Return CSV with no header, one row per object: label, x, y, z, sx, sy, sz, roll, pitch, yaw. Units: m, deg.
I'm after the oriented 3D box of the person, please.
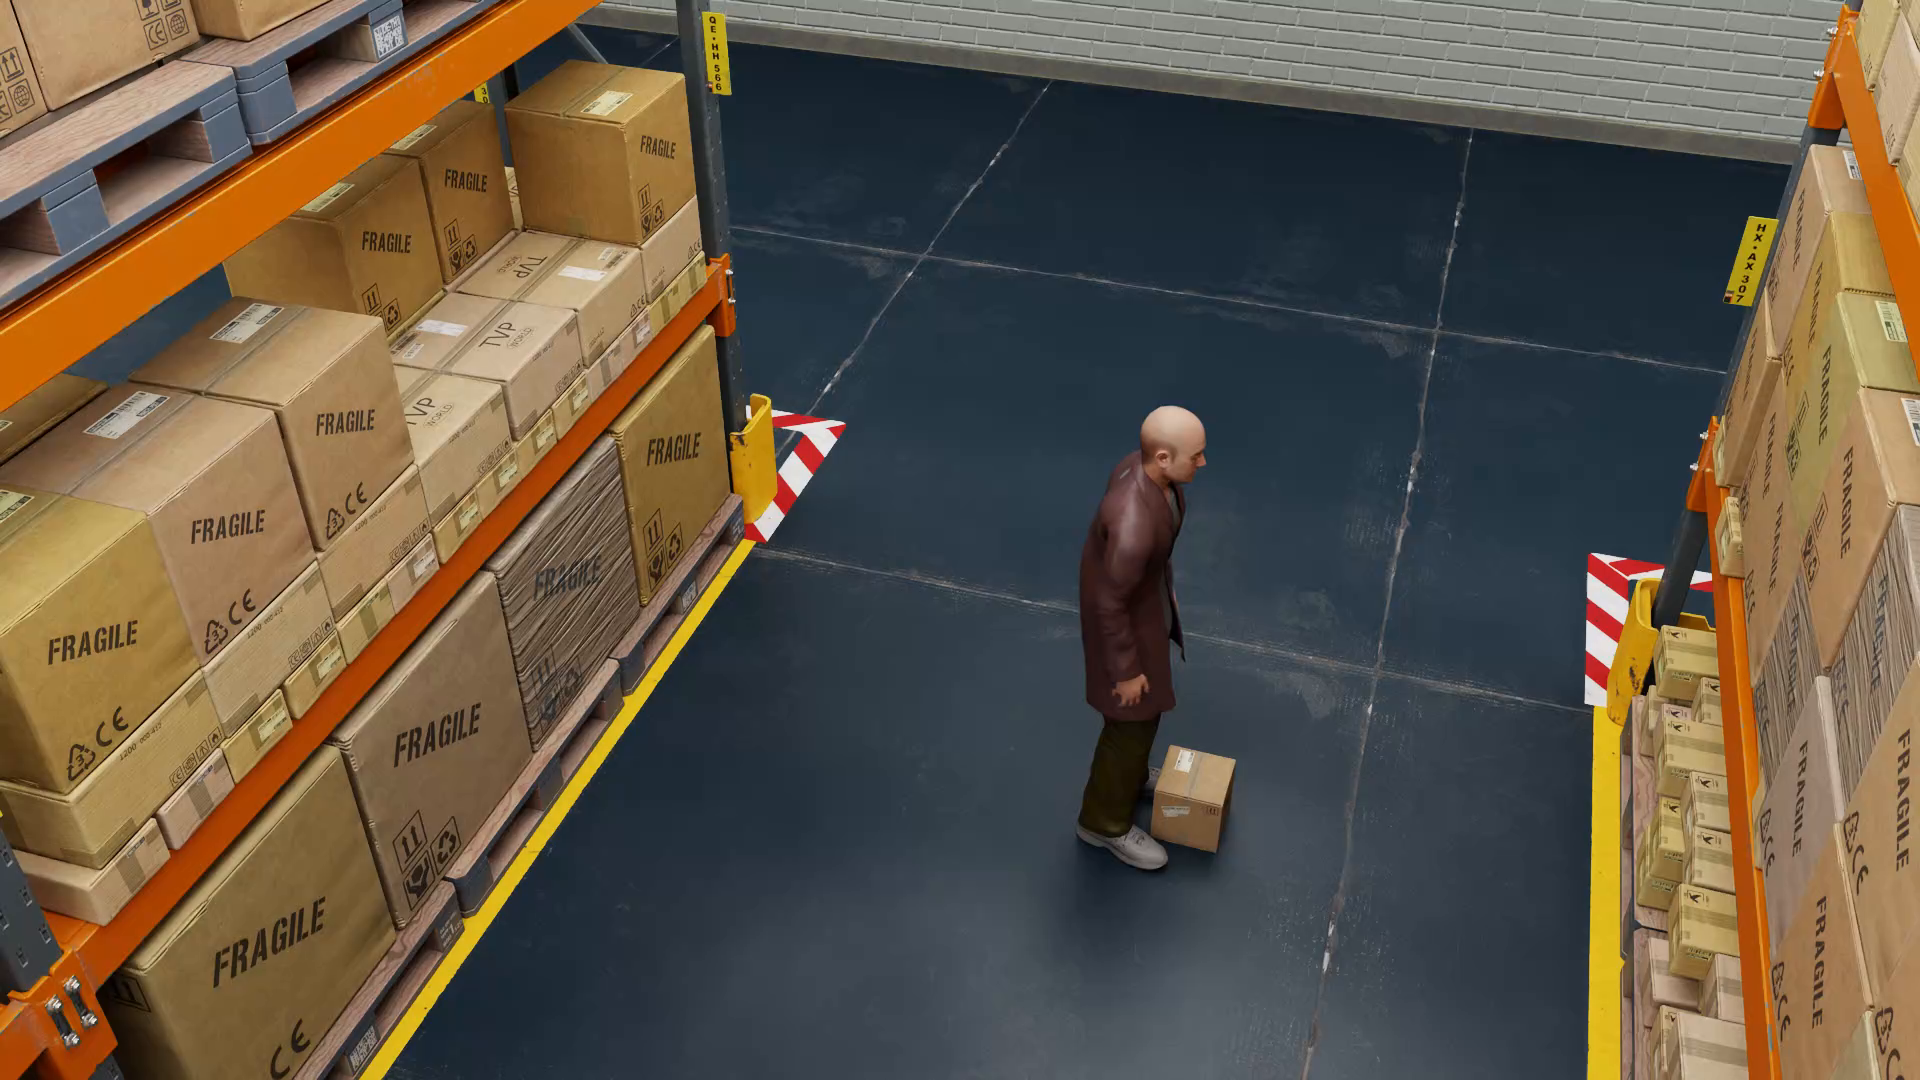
person,0.620,0.308,5.747,0.428,1.773,0.641,10,38,14
